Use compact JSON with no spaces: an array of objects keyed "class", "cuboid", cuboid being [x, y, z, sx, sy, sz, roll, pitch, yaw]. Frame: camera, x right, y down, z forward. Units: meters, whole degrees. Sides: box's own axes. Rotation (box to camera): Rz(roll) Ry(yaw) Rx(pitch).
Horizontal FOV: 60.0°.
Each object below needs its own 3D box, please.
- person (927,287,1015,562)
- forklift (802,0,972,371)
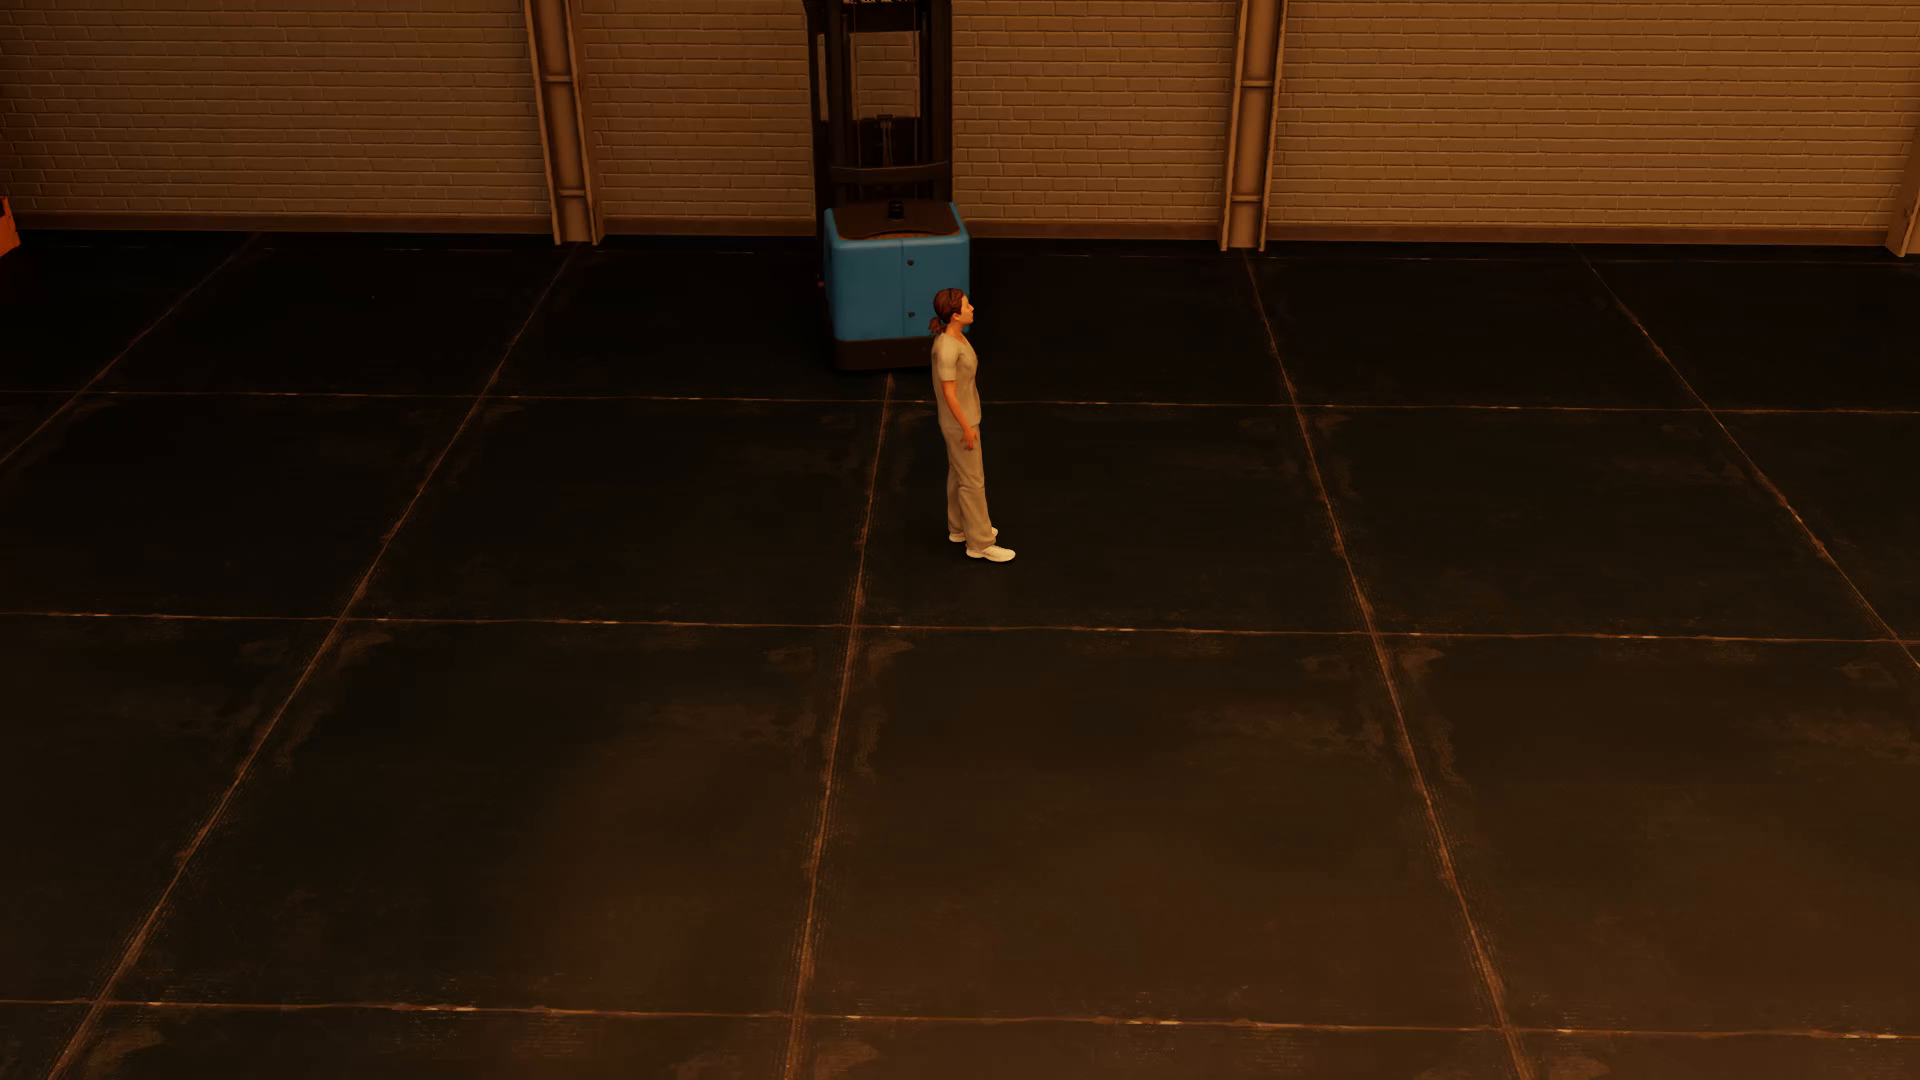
[{"class":"person","cuboid":[0.073,-0.720,10.058,0.549,1.675,0.550,1,31,1]},{"class":"forklift","cuboid":[-0.640,-3.265,13.151,1.130,2.935,3.031,-4,31,-7]}]
